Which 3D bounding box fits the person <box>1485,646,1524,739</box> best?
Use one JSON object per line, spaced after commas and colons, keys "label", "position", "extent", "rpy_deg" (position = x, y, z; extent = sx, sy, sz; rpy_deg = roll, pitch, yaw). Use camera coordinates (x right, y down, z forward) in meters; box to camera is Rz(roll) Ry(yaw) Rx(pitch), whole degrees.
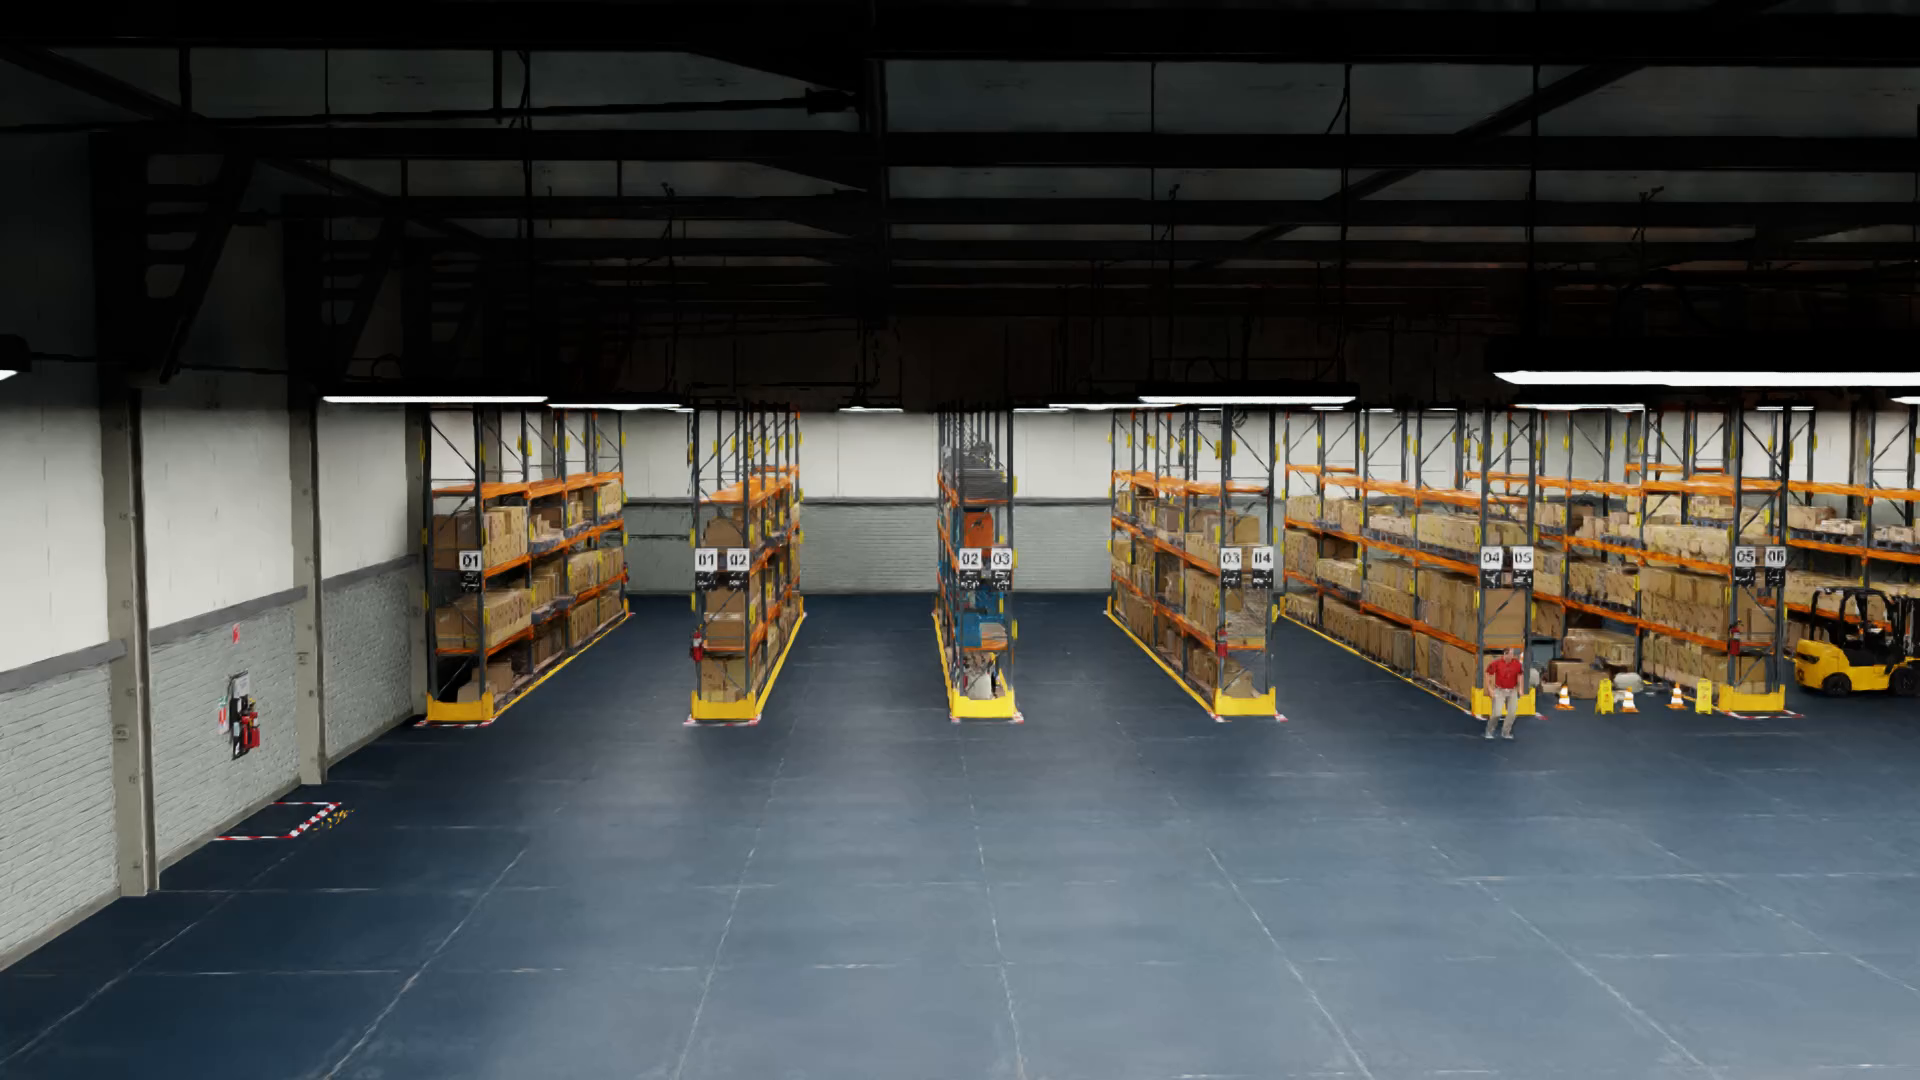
{"label": "person", "position": [9.550, 2.670, 29.190], "extent": [0.679, 1.667, 0.529], "rpy_deg": [0, 4, -3]}

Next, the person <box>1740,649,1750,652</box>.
{"label": "person", "position": [16.723, 2.124, 35.581], "extent": [0.502, 1.764, 0.624], "rpy_deg": [2, 5, 29]}

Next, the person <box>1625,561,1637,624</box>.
{"label": "person", "position": [18.282, 1.413, 44.825], "extent": [0.579, 1.785, 0.680], "rpy_deg": [1, 4, 10]}
